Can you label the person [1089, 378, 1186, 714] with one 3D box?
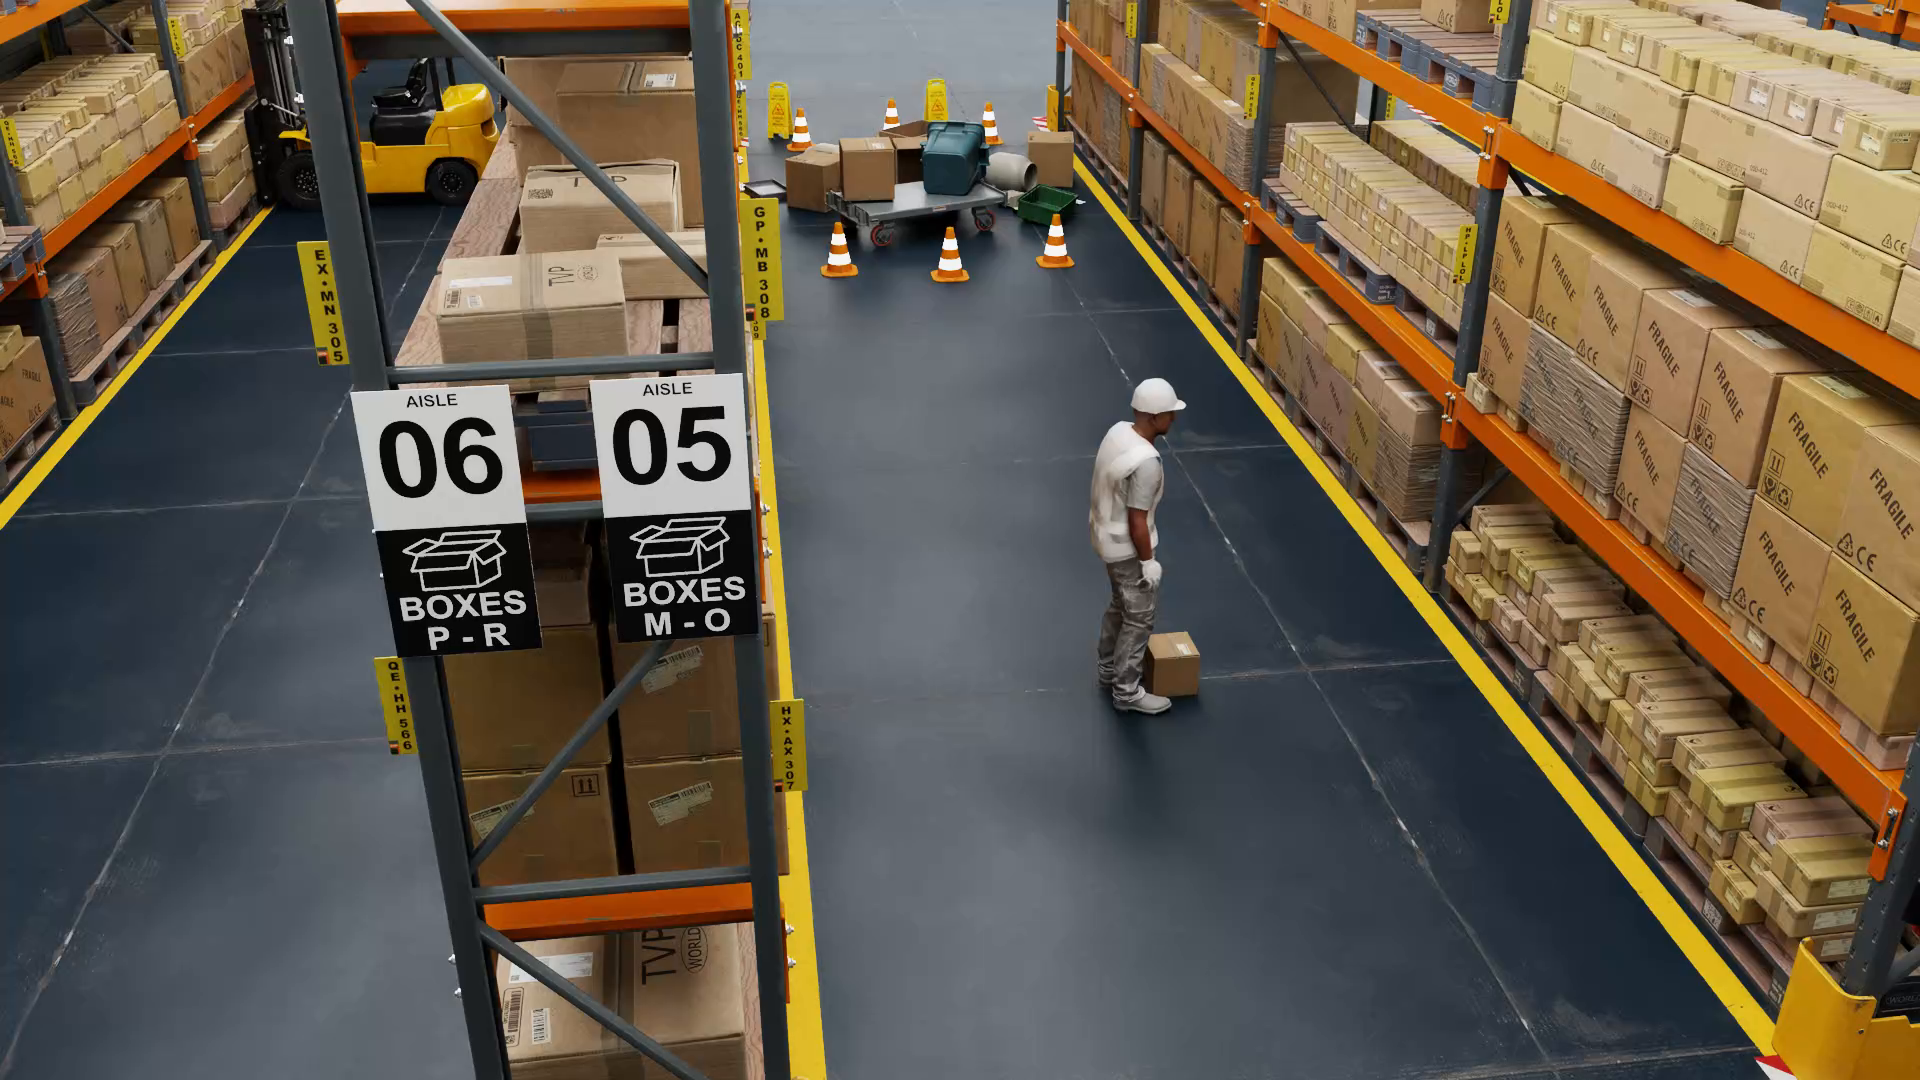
[{"bbox_3d":[0.902,0.019,8.569,0.450,1.773,0.616,-4,27,-7],"label":"person"}]
